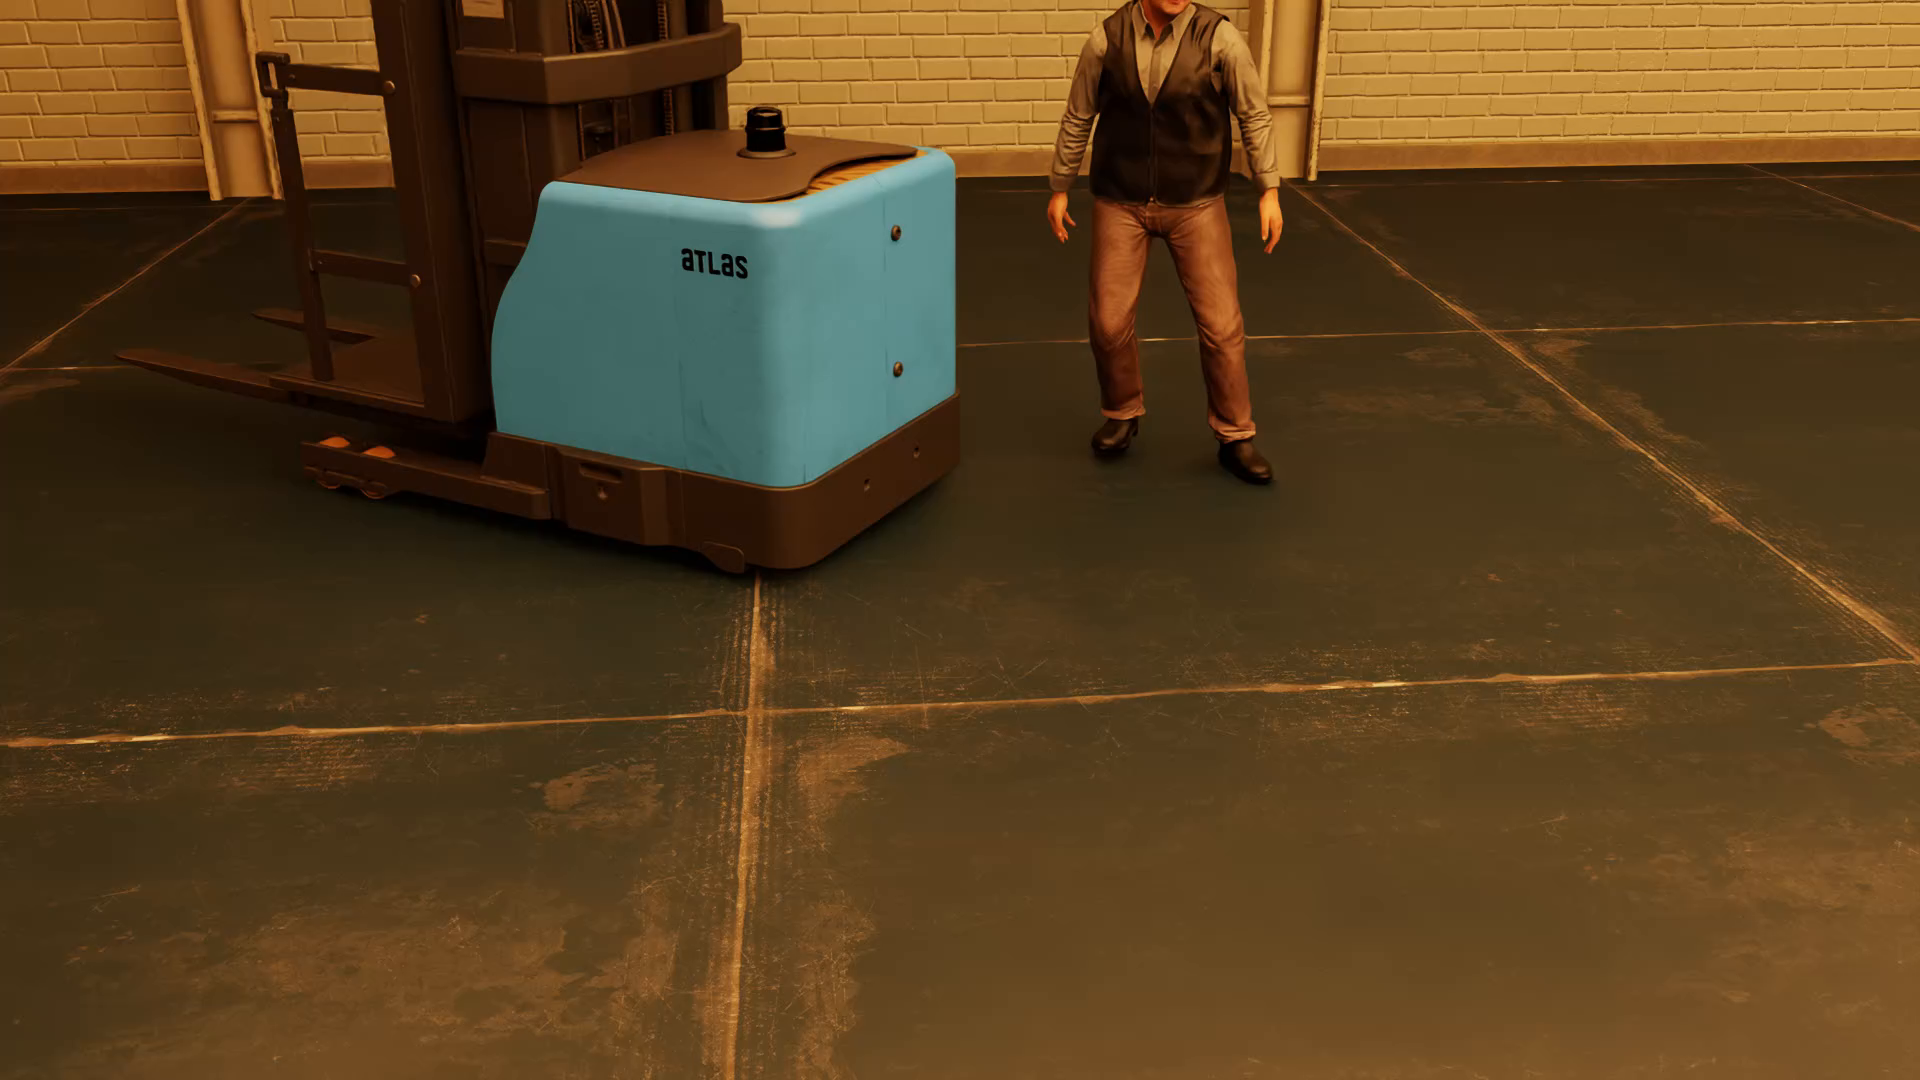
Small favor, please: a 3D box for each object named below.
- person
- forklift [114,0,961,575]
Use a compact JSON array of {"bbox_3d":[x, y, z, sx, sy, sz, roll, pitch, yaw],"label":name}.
[{"bbox_3d":[0.662,-1.060,5.314,0.805,1.693,0.394,5,24,11],"label":"person"},{"bbox_3d":[-1.547,-1.646,5.108,3.031,2.935,1.130,12,26,25],"label":"forklift"}]
